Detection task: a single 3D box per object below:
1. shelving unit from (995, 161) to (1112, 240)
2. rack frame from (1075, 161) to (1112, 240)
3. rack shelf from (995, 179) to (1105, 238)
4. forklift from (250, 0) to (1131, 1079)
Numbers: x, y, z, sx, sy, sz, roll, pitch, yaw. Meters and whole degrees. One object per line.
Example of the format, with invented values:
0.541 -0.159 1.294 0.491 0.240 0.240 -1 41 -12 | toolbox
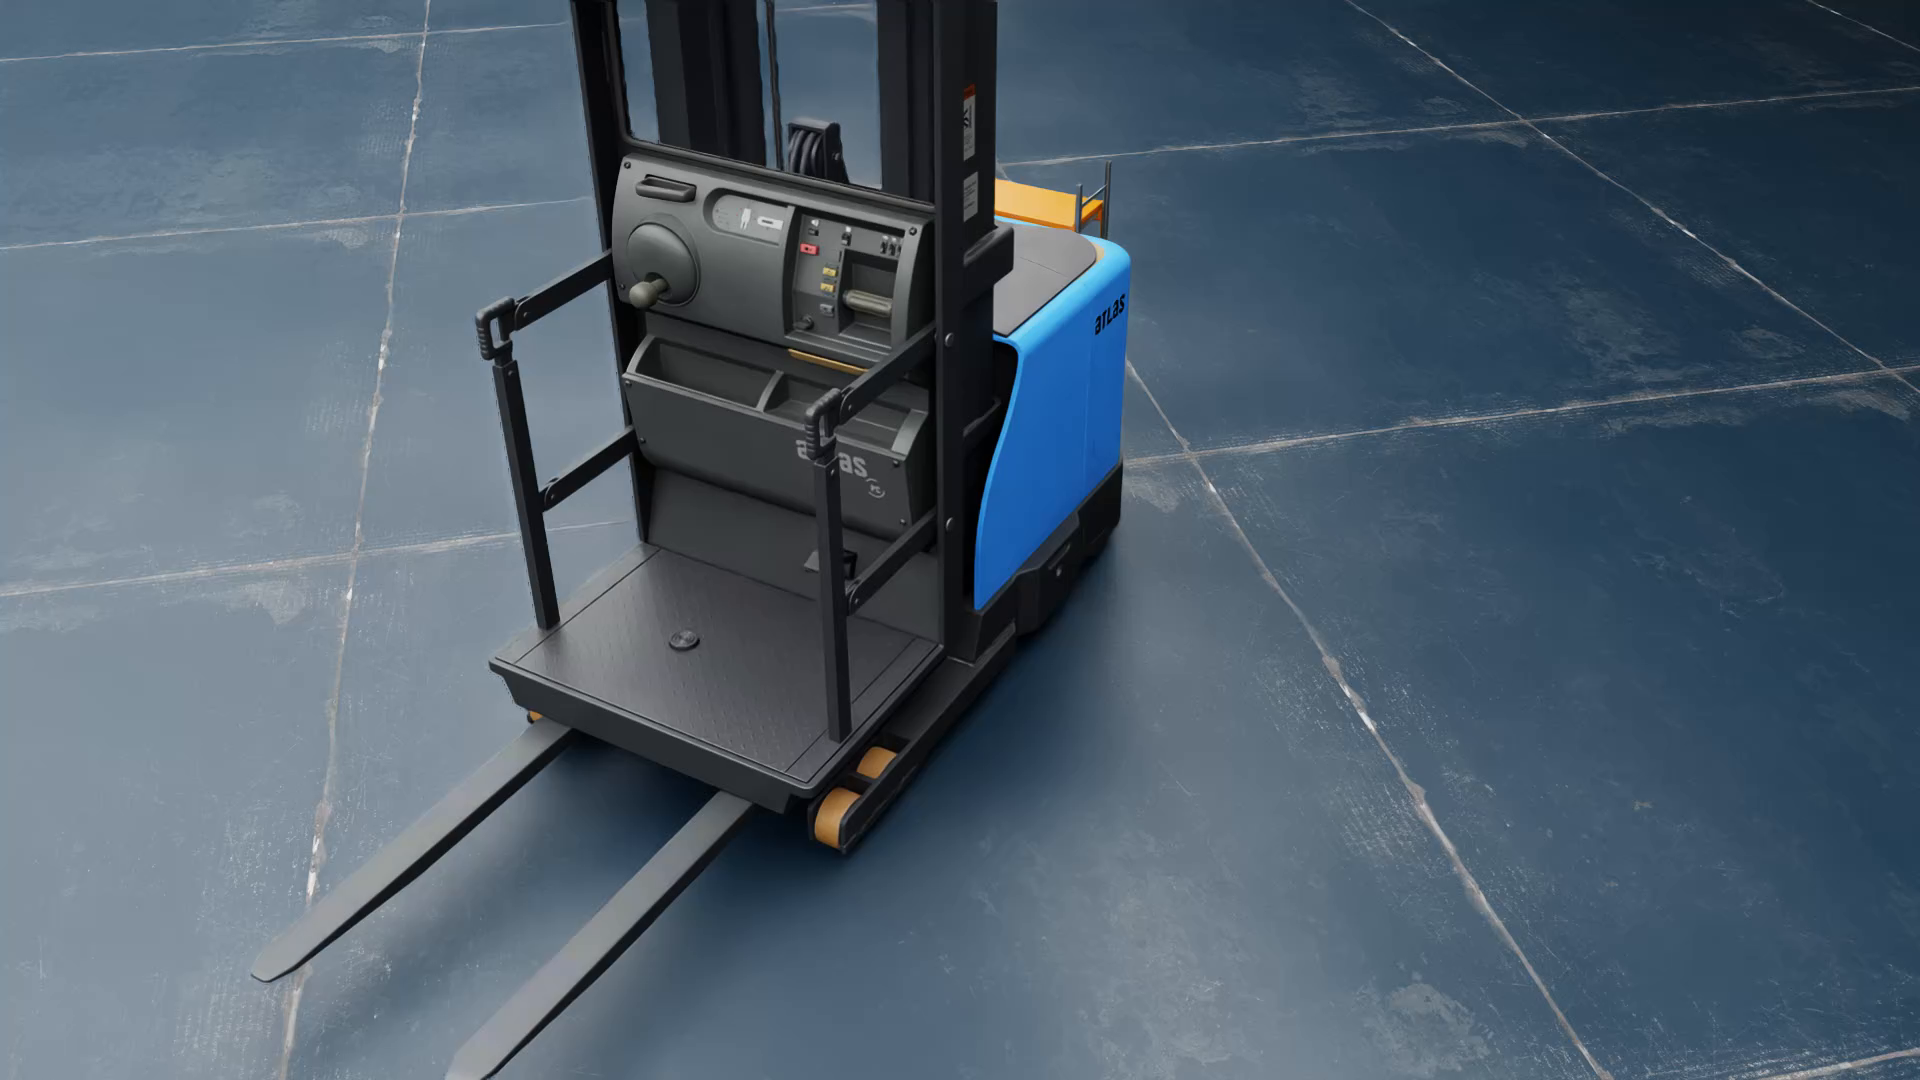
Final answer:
0.220 -0.751 5.793 0.503 1.200 0.258 17 37 24 | shelving unit
0.433 -0.686 5.695 0.015 1.200 0.240 17 37 24 | rack frame
0.220 -1.078 5.574 0.480 0.148 0.258 17 37 24 | rack shelf
-0.613 -0.671 4.119 1.130 2.935 3.031 18 38 24 | forklift
